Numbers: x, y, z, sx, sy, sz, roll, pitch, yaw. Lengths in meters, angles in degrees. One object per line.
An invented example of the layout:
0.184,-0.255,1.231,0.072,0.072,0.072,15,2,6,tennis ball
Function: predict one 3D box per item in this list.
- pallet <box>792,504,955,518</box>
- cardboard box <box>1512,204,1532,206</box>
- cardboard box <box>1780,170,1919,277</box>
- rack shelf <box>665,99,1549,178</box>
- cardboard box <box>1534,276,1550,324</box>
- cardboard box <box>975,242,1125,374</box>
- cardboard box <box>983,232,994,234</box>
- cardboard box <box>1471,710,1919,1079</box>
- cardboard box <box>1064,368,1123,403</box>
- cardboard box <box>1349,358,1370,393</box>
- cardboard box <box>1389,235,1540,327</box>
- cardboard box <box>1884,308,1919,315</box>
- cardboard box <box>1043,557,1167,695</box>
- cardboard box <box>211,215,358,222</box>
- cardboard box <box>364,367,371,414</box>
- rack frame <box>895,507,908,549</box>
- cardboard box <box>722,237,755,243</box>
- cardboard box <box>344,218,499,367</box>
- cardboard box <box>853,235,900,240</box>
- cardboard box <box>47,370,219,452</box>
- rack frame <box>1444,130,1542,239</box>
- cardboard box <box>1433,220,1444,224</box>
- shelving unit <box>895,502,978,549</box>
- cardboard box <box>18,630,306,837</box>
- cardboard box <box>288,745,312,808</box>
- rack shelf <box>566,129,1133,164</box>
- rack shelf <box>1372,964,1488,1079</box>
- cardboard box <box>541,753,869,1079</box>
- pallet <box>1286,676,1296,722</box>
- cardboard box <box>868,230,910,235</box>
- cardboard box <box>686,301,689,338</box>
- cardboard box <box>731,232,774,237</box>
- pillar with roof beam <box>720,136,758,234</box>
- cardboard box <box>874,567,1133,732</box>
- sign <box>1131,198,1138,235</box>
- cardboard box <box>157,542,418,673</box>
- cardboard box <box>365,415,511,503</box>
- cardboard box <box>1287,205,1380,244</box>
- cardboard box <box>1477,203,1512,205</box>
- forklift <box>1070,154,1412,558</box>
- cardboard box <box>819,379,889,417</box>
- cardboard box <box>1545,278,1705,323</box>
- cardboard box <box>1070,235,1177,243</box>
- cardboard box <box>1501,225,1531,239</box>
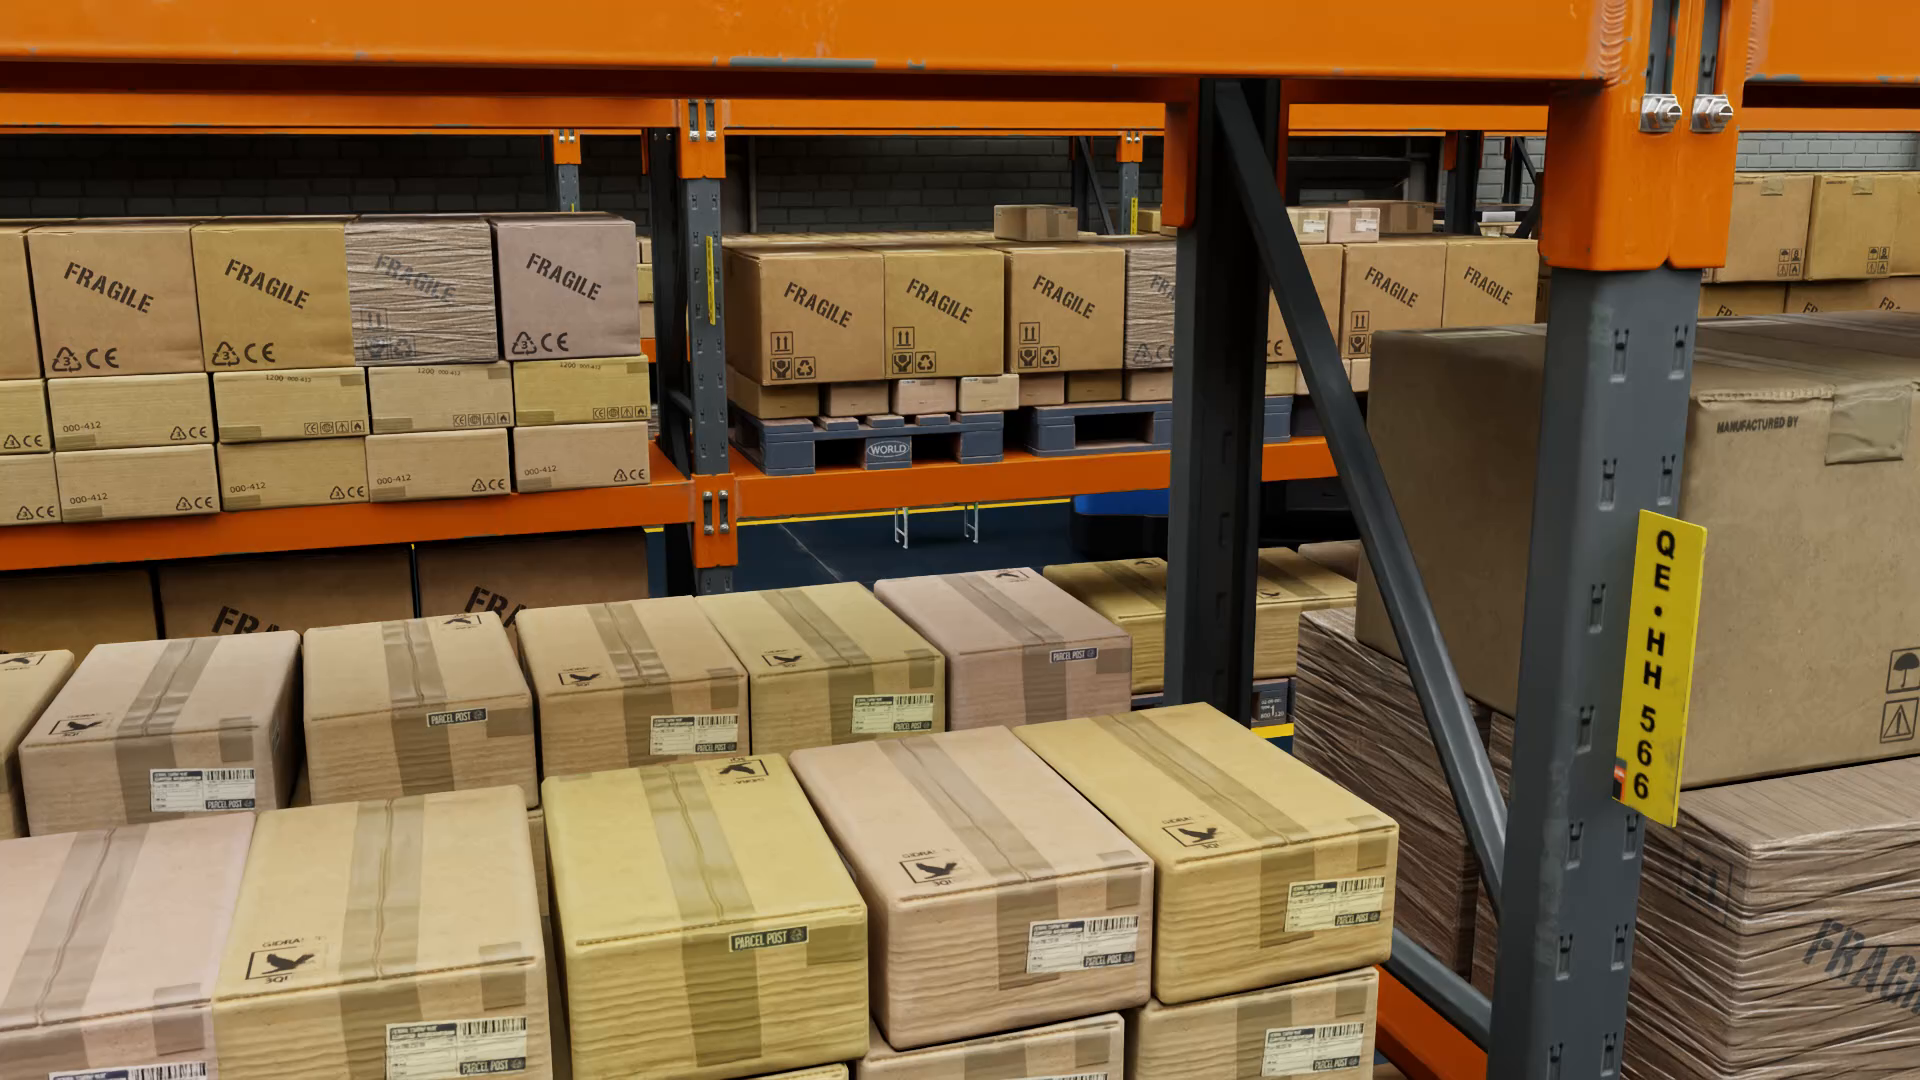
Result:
-0.760,-0.409,12.408,1.213,0.211,1.003,-4,14,-18,pallet
4.603,-2.651,13.546,0.250,0.149,0.380,-4,14,-18,cardboard box
4.597,-1.619,8.446,0.500,0.500,0.700,-5,14,-18,cardboard box
0.775,-1.793,7.272,4.000,0.370,1.077,-4,14,-18,rack shelf
3.012,-1.112,8.477,0.500,0.500,0.500,-5,14,-20,cardboard box
0.373,-0.997,7.086,0.500,0.500,0.500,-4,14,-17,cardboard box
0.343,-2.181,12.210,0.250,0.149,0.380,-4,14,-18,cardboard box
1.066,0.519,2.261,0.500,0.500,0.500,-4,14,-17,cardboard box
0.526,-0.705,7.261,0.250,0.149,0.380,-4,14,-16,cardboard box
1.782,-0.773,7.544,0.250,0.149,0.380,-5,14,-19,cardboard box
2.306,-1.145,7.707,0.500,0.500,0.500,-5,14,-19,cardboard box
1.947,-0.100,2.704,0.500,0.500,0.700,-5,14,-19,cardboard box
0.835,0.387,7.803,0.625,0.372,0.950,-4,14,-16,cardboard box
-2.628,-1.015,6.551,0.500,0.500,0.500,-4,14,-16,cardboard box
-2.170,-0.685,6.786,0.500,0.250,0.500,-4,14,-17,cardboard box
-0.388,-0.553,10.877,0.015,1.200,0.240,-4,14,-18,rack frame
-1.580,-2.014,11.511,0.250,0.149,0.380,-4,14,-17,cardboard box
-2.011,-0.936,6.219,0.500,0.500,0.500,-4,14,-17,cardboard box
-0.597,-2.073,11.757,0.250,0.149,0.380,-5,14,-20,cardboard box
-2.954,-0.496,5.988,0.500,0.250,0.500,-5,14,-20,cardboard box
2.671,-0.831,8.156,0.127,3.000,1.000,-4,14,-18,rack frame
3.668,-2.555,13.143,0.250,0.149,0.380,-4,14,-17,cardboard box
-0.157,-0.571,10.953,0.503,1.200,0.258,-4,14,-18,shelving unit
-0.941,0.239,2.004,0.250,0.149,0.380,-4,14,-15,cardboard box
-0.715,0.366,2.113,0.250,0.149,0.380,-4,14,-18,cardboard box
-0.812,-2.882,11.847,4.000,0.370,1.077,-4,14,-18,rack shelf
2.449,0.744,3.086,4.000,0.370,1.077,-4,14,-18,rack shelf
-0.251,0.345,1.562,0.250,0.149,0.380,-4,14,-16,cardboard box
1.933,0.583,8.236,1.213,0.211,1.003,-4,14,-18,pallet
-0.543,-2.223,12.387,0.250,0.149,0.380,-5,14,-18,cardboard box
-1.730,-1.567,11.572,0.500,0.250,0.500,-5,14,-19,cardboard box
-1.503,-2.142,12.050,0.250,0.149,0.380,-5,14,-18,cardboard box
-0.386,-3.893,8.063,0.400,9.000,9.100,-4,14,-18,pillar with roof beam
0.050,0.162,2.328,0.250,0.149,0.380,-4,14,-18,cardboard box
1.266,-2.326,12.110,0.005,0.325,0.100,-4,14,-18,sign
-2.648,0.391,6.702,0.875,0.875,0.875,-4,14,-17,cardboard box
-1.996,-0.328,6.363,0.500,0.250,0.500,-4,14,-17,cardboard box
1.656,-1.407,7.409,0.250,0.149,0.380,-5,14,-20,cardboard box
4.489,-2.746,13.945,0.250,0.149,0.380,-5,14,-19,cardboard box
2.255,-1.390,10.652,3.031,2.935,1.130,1,13,2,forklift
-0.475,-0.615,6.882,0.250,0.149,0.380,-5,14,-22,cardboard box
3.176,-0.996,7.990,0.500,0.500,0.500,-4,14,-18,cardboard box
0.704,-1.147,7.714,0.500,0.500,0.500,-5,14,-20,cardboard box
4.403,-2.467,13.414,0.250,0.149,0.380,-4,14,-17,cardboard box
